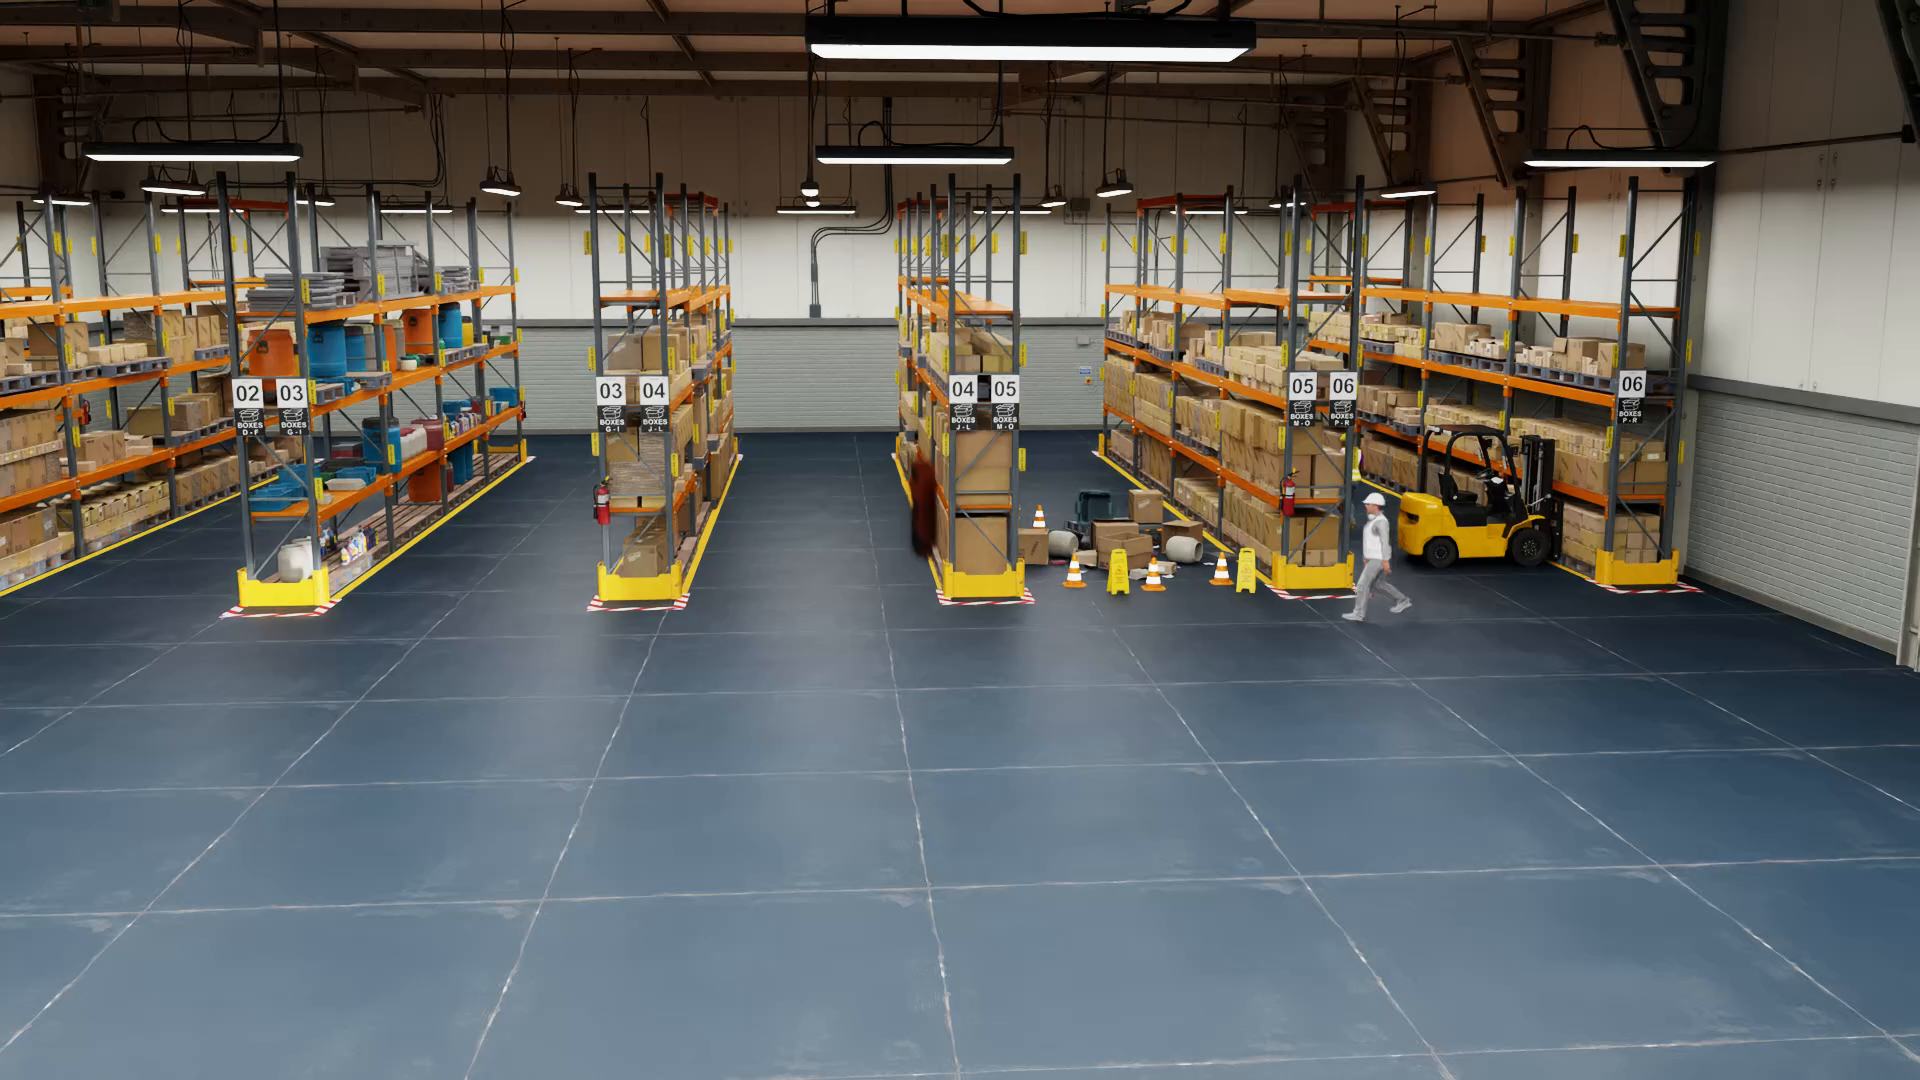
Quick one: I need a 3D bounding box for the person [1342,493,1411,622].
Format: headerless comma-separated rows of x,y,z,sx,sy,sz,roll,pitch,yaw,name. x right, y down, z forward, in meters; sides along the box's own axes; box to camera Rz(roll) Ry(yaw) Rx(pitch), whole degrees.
5.648,0.228,22.393,0.999,1.739,0.543,-1,10,-3,person

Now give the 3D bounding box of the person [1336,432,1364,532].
6.929,-1.029,29.578,0.651,1.741,0.650,-6,11,-29,person
